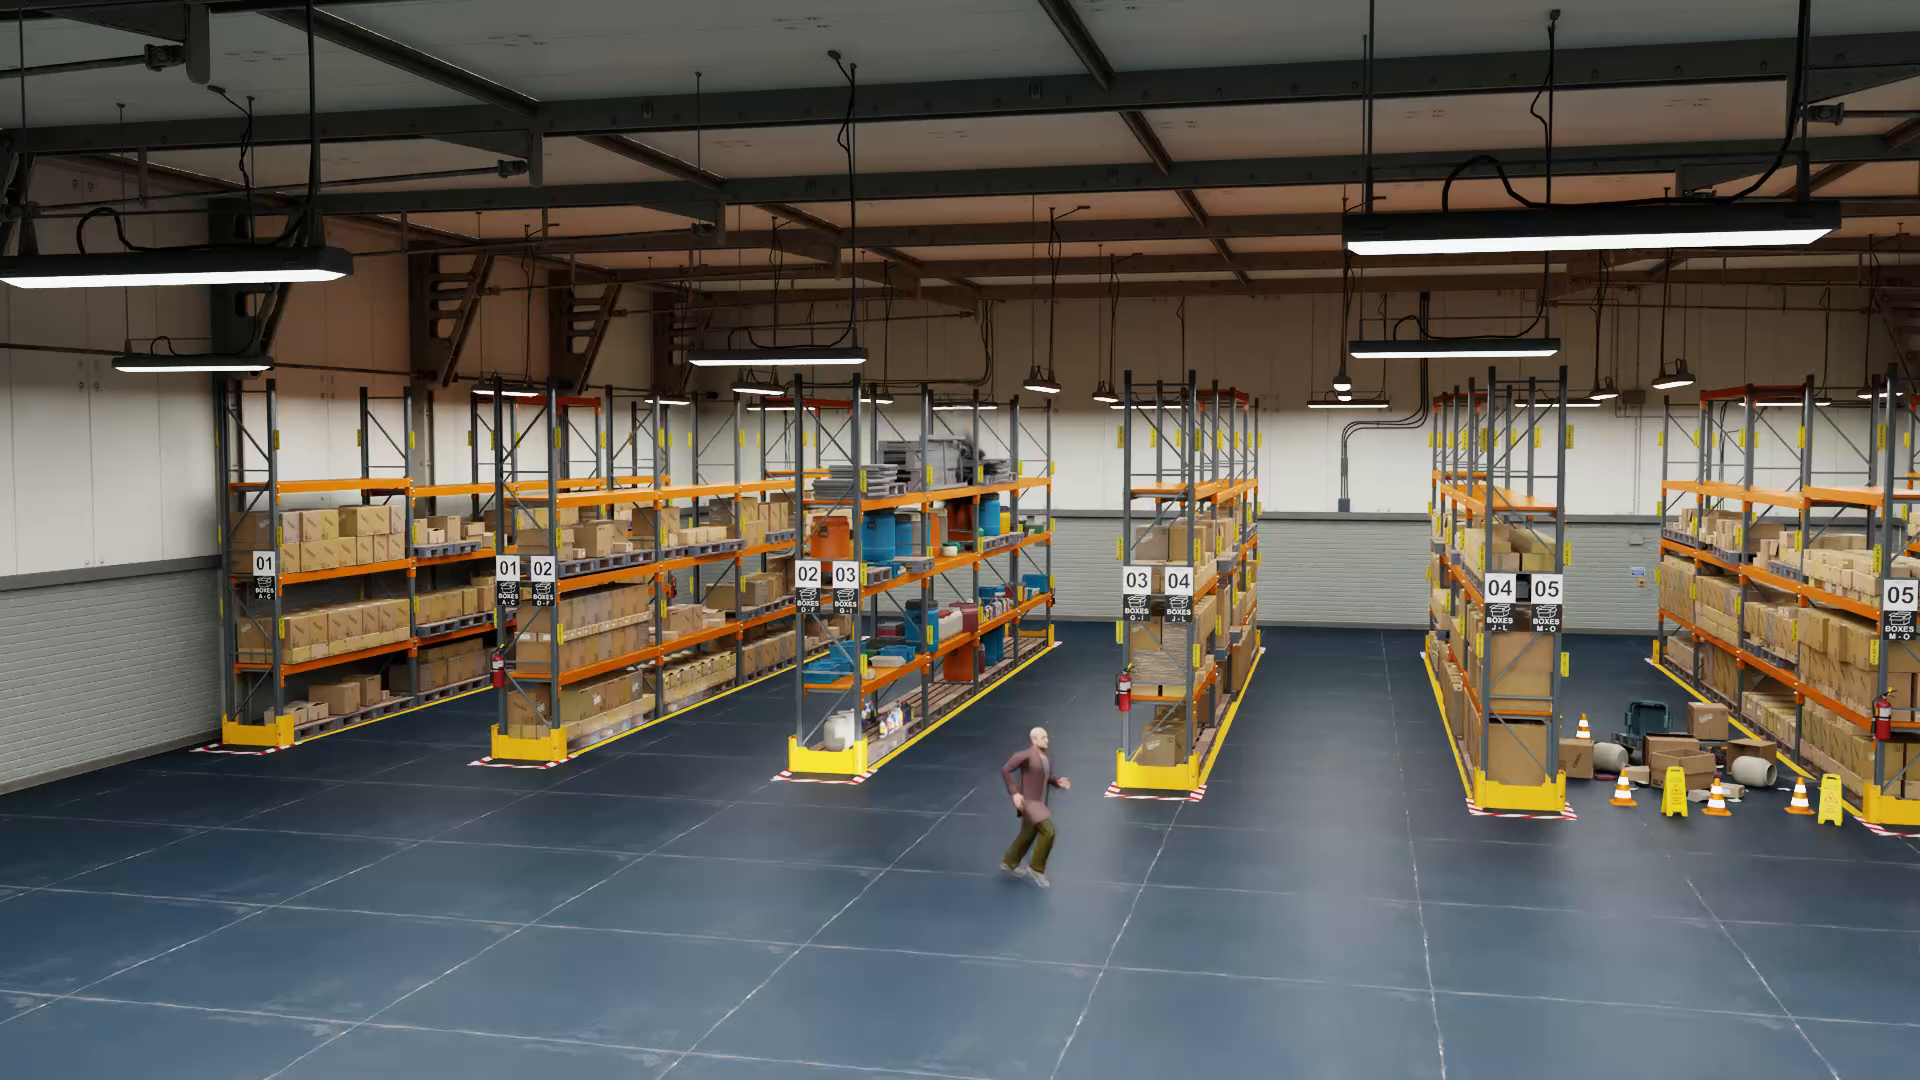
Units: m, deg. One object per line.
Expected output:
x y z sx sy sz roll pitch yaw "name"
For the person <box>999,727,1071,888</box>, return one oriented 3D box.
0.827 3.008 18.764 0.909 1.814 0.613 2 4 30 "person"
